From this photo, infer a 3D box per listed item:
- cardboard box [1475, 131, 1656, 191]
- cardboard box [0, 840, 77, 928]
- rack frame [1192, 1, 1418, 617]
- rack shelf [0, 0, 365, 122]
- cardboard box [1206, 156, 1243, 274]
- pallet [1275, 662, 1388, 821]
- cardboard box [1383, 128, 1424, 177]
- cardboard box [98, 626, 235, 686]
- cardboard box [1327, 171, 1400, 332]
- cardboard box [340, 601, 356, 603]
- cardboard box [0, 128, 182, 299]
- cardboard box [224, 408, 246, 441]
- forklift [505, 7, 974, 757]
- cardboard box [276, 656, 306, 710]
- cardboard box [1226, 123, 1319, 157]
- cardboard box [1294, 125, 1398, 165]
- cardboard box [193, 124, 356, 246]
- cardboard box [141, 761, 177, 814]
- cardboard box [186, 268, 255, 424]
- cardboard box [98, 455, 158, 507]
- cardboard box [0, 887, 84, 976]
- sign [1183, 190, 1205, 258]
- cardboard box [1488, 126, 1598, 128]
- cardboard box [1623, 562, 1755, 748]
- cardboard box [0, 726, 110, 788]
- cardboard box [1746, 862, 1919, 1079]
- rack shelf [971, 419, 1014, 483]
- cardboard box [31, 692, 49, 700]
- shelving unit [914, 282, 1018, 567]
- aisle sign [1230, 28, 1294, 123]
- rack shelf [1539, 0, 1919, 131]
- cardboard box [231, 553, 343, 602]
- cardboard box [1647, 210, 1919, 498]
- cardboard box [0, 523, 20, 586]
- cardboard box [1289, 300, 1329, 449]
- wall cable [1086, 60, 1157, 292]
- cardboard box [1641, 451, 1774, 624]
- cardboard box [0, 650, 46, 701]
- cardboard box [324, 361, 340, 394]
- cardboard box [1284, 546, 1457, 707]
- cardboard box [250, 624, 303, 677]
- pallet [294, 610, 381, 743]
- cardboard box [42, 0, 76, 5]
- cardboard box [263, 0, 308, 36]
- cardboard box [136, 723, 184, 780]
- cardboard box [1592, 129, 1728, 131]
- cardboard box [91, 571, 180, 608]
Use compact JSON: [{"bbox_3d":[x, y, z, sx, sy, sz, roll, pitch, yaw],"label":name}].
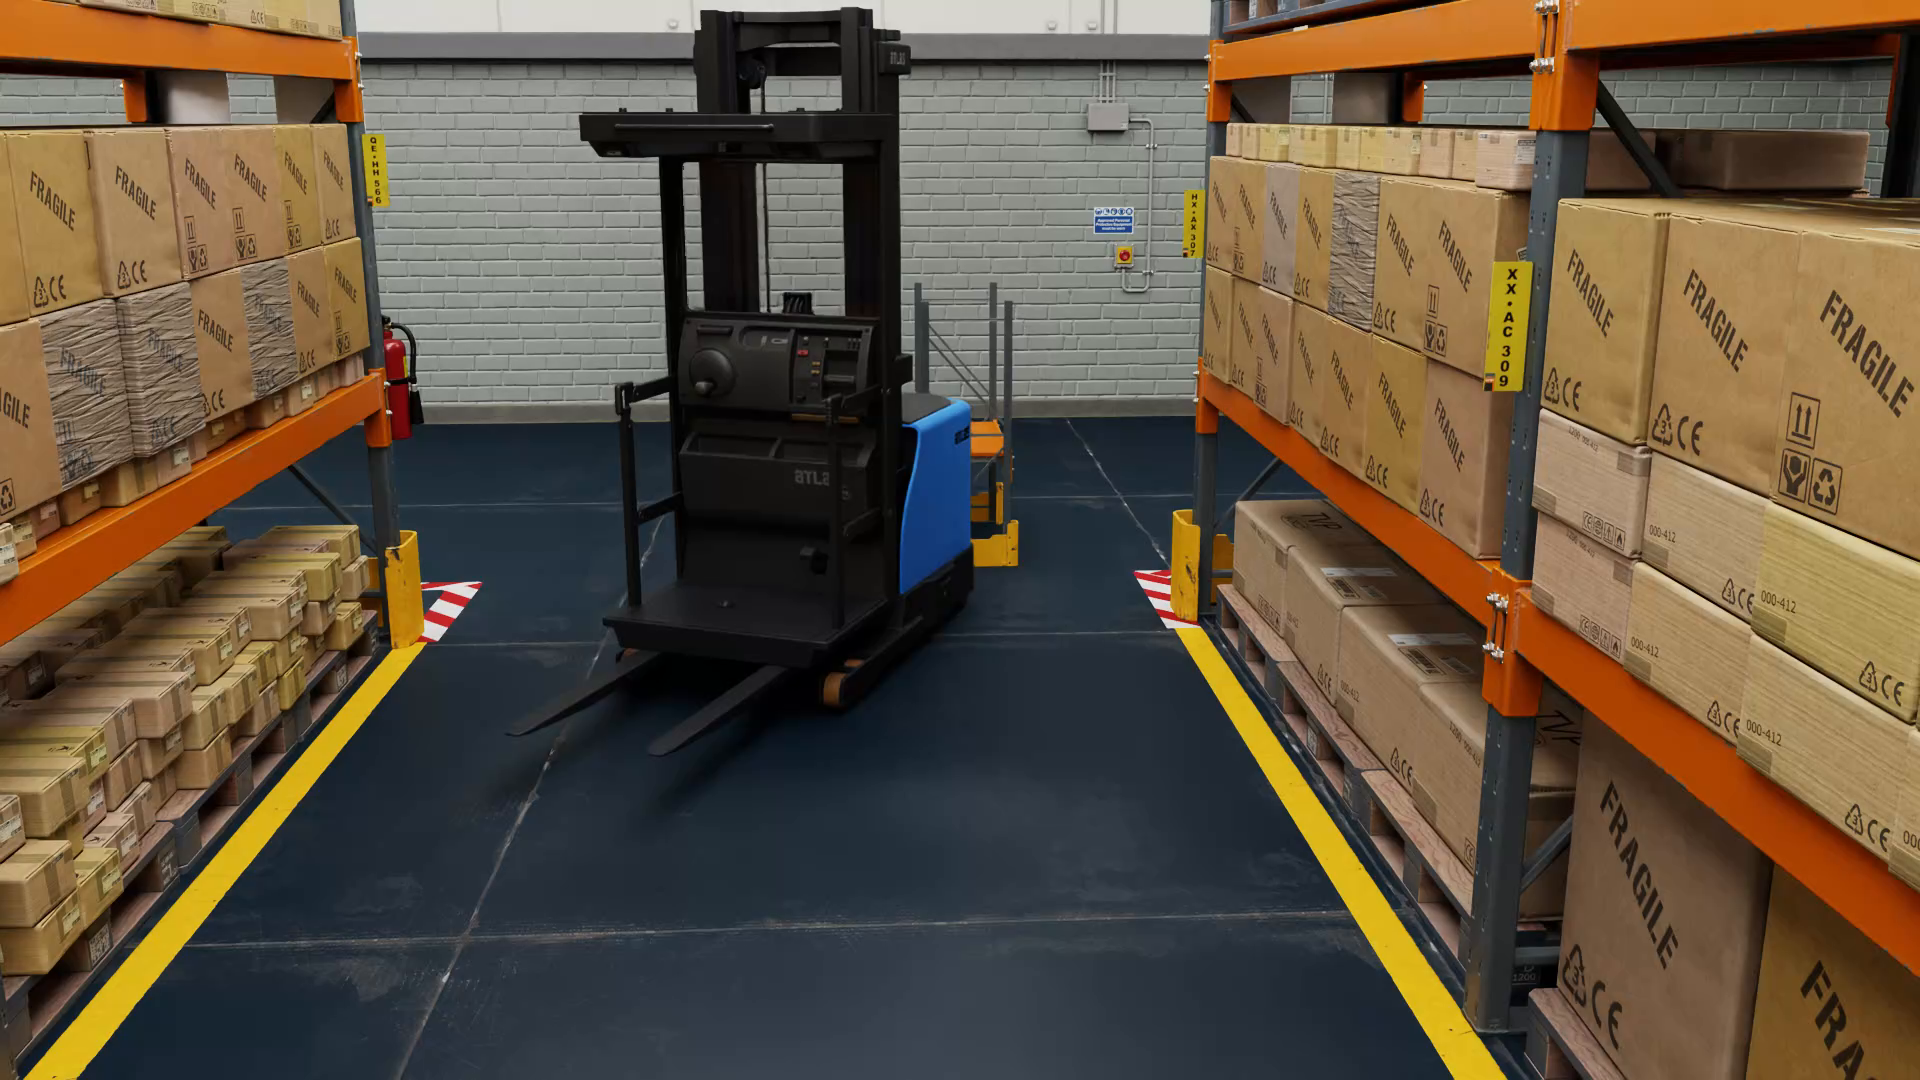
[{"bbox_3d":[1.602,-1.008,4.416,0.380,0.149,0.250,-1,14,-5],"label":"cardboard box"},{"bbox_3d":[-2.699,0.950,4.596,0.380,0.149,0.250,0,14,-1],"label":"cardboard box"},{"bbox_3d":[1.691,-1.084,8.221,1.000,3.000,0.127,-1,14,-3],"label":"rack frame"},{"bbox_3d":[-3.120,-1.590,5.609,1.077,0.370,4.000,-1,14,-3],"label":"rack shelf"},{"bbox_3d":[1.436,-1.493,7.603,0.500,0.500,0.500,-1,14,-5],"label":"cardboard box"},{"bbox_3d":[1.891,0.766,6.624,1.003,0.211,1.213,-1,14,-3],"label":"pallet"},{"bbox_3d":[1.603,-1.262,5.402,0.380,0.149,0.250,-1,14,-4],"label":"cardboard box"},{"bbox_3d":[-2.882,0.423,6.047,0.380,0.149,0.250,-1,14,-3],"label":"cardboard box"},{"bbox_3d":[1.569,-0.988,5.640,0.500,0.500,0.500,-1,14,-3],"label":"cardboard box"},{"bbox_3d":[-3.003,0.322,7.633,0.380,0.149,0.250,-1,14,-2],"label":"cardboard box"},{"bbox_3d":[-2.828,-1.035,5.226,0.500,0.500,0.500,-1,14,-3],"label":"cardboard box"},{"bbox_3d":[-2.950,-0.463,6.309,0.380,0.149,0.250,-1,15,-6],"label":"cardboard box"},{"bbox_3d":[-0.901,-0.799,7.250,1.130,2.935,3.031,5,15,19],"label":"forklift"},{"bbox_3d":[-2.849,0.575,6.650,0.380,0.149,0.250,-2,15,-6],"label":"cardboard box"},{"bbox_3d":[1.436,-1.839,7.644,0.380,0.149,0.250,-1,14,-2],"label":"cardboard box"},{"bbox_3d":[1.502,-1.516,6.389,0.380,0.149,0.250,-1,14,-3],"label":"cardboard box"},{"bbox_3d":[-2.967,-1.550,7.225,0.500,0.500,0.500,-1,14,-5],"label":"cardboard box"},{"bbox_3d":[-2.899,0.838,5.629,0.380,0.149,0.250,-2,15,-6],"label":"cardboard box"},{"bbox_3d":[-2.871,-0.689,5.888,0.500,0.500,0.500,0,14,-1],"label":"cardboard box"},{"bbox_3d":[-2.807,-0.202,5.296,0.380,0.149,0.250,-1,14,-2],"label":"cardboard box"},{"bbox_3d":[-2.698,1.094,4.634,0.380,0.149,0.250,-2,15,-6],"label":"cardboard box"},{"bbox_3d":[1.136,-1.535,8.076,0.100,0.325,0.005,-1,14,-3],"label":"sign"},{"bbox_3d":[2.102,-1.398,5.931,0.380,0.149,0.250,-1,14,-3],"label":"cardboard box"},{"bbox_3d":[1.736,0.225,3.432,0.500,0.250,0.500,-1,14,-5],"label":"cardboard box"},{"bbox_3d":[-2.833,0.681,5.046,0.380,0.149,0.250,-1,14,-4],"label":"cardboard box"},{"bbox_3d":[2.120,1.113,3.100,0.875,0.875,0.875,0,14,-2],"label":"cardboard box"},{"bbox_3d":[0.005,-0.531,9.802,0.538,0.185,1.000,-1,14,-3],"label":"rack shelf"},{"bbox_3d":[-3.345,0.644,5.784,0.380,0.149,0.250,-2,15,-6],"label":"cardboard box"},{"bbox_3d":[0.005,-0.707,9.766,0.587,1.500,1.083,-1,14,-3],"label":"shelving unit"},{"bbox_3d":[1.397,-2.357,7.950,0.394,0.787,0.004,-1,14,-3],"label":"aisle sign"},{"bbox_3d":[2.062,-0.697,2.138,1.077,0.370,4.000,-1,14,-3],"label":"rack shelf"},{"bbox_3d":[-2.857,0.160,7.070,0.380,0.149,0.250,-1,14,-5],"label":"cardboard box"},{"bbox_3d":[1.738,-0.382,3.285,0.500,0.500,0.500,-1,14,-4],"label":"cardboard box"},{"bbox_3d":[-2.687,0.058,4.285,0.380,0.149,0.250,0,14,-1],"label":"cardboard box"},{"bbox_3d":[1.554,-0.633,6.265,0.500,0.500,0.500,0,14,-2],"label":"cardboard box"},{"bbox_3d":[1.318,-2.994,13.540,0.585,1.953,0.123,-1,14,-3],"label":"wall cable"},{"bbox_3d":[1.745,-0.016,3.367,0.500,0.250,0.500,-1,14,-3],"label":"cardboard box"},{"bbox_3d":[-3.432,0.493,5.774,0.380,0.149,0.250,-1,14,-5],"label":"cardboard box"},{"bbox_3d":[-2.963,-0.722,7.317,0.380,0.149,0.250,-1,14,-4],"label":"cardboard box"},{"bbox_3d":[1.896,0.343,6.972,0.875,0.438,0.875,0,14,-2],"label":"cardboard box"},{"bbox_3d":[-2.847,0.435,6.598,0.380,0.149,0.250,-1,14,-3],"label":"cardboard box"},{"bbox_3d":[-3.224,0.589,7.313,1.003,0.211,1.213,-1,14,-3],"label":"pallet"},{"bbox_3d":[-2.801,-1.612,4.552,0.500,0.250,0.500,-1,14,-4],"label":"cardboard box"},{"bbox_3d":[-2.913,-2.127,6.555,0.500,0.250,0.500,-1,14,-3],"label":"cardboard box"},{"bbox_3d":[-2.863,0.692,5.597,0.380,0.149,0.250,0,14,-1],"label":"cardboard box"},{"bbox_3d":[2.088,-1.145,4.949,0.380,0.149,0.250,-1,14,-4],"label":"cardboard box"},{"bbox_3d":[-3.427,0.234,6.783,0.380,0.149,0.250,-2,15,-6],"label":"cardboard box"}]
